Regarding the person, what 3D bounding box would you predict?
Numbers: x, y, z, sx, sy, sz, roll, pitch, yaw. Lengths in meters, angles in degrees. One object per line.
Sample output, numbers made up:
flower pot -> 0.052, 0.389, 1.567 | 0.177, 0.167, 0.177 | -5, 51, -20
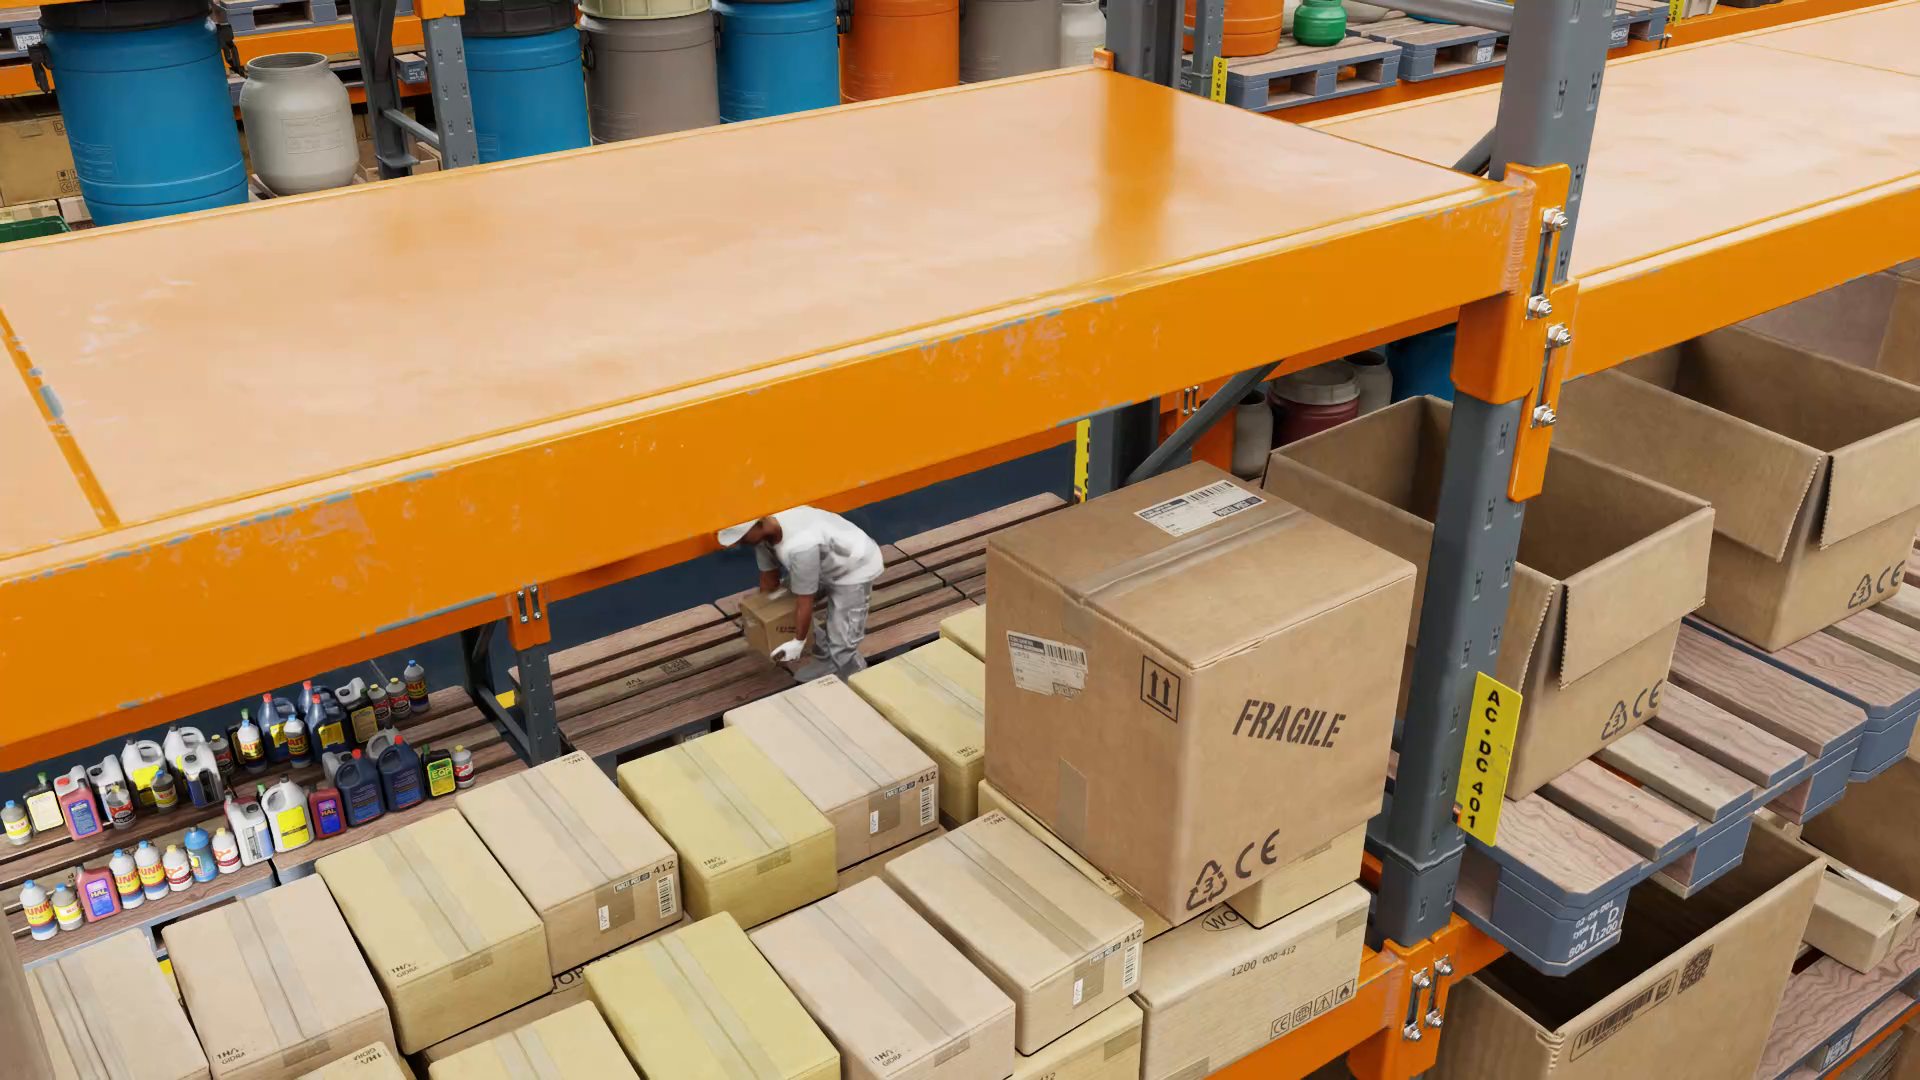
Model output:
person -> -0.800, 0.337, 8.358 | 0.862, 1.474, 0.505 | -19, 34, -31
